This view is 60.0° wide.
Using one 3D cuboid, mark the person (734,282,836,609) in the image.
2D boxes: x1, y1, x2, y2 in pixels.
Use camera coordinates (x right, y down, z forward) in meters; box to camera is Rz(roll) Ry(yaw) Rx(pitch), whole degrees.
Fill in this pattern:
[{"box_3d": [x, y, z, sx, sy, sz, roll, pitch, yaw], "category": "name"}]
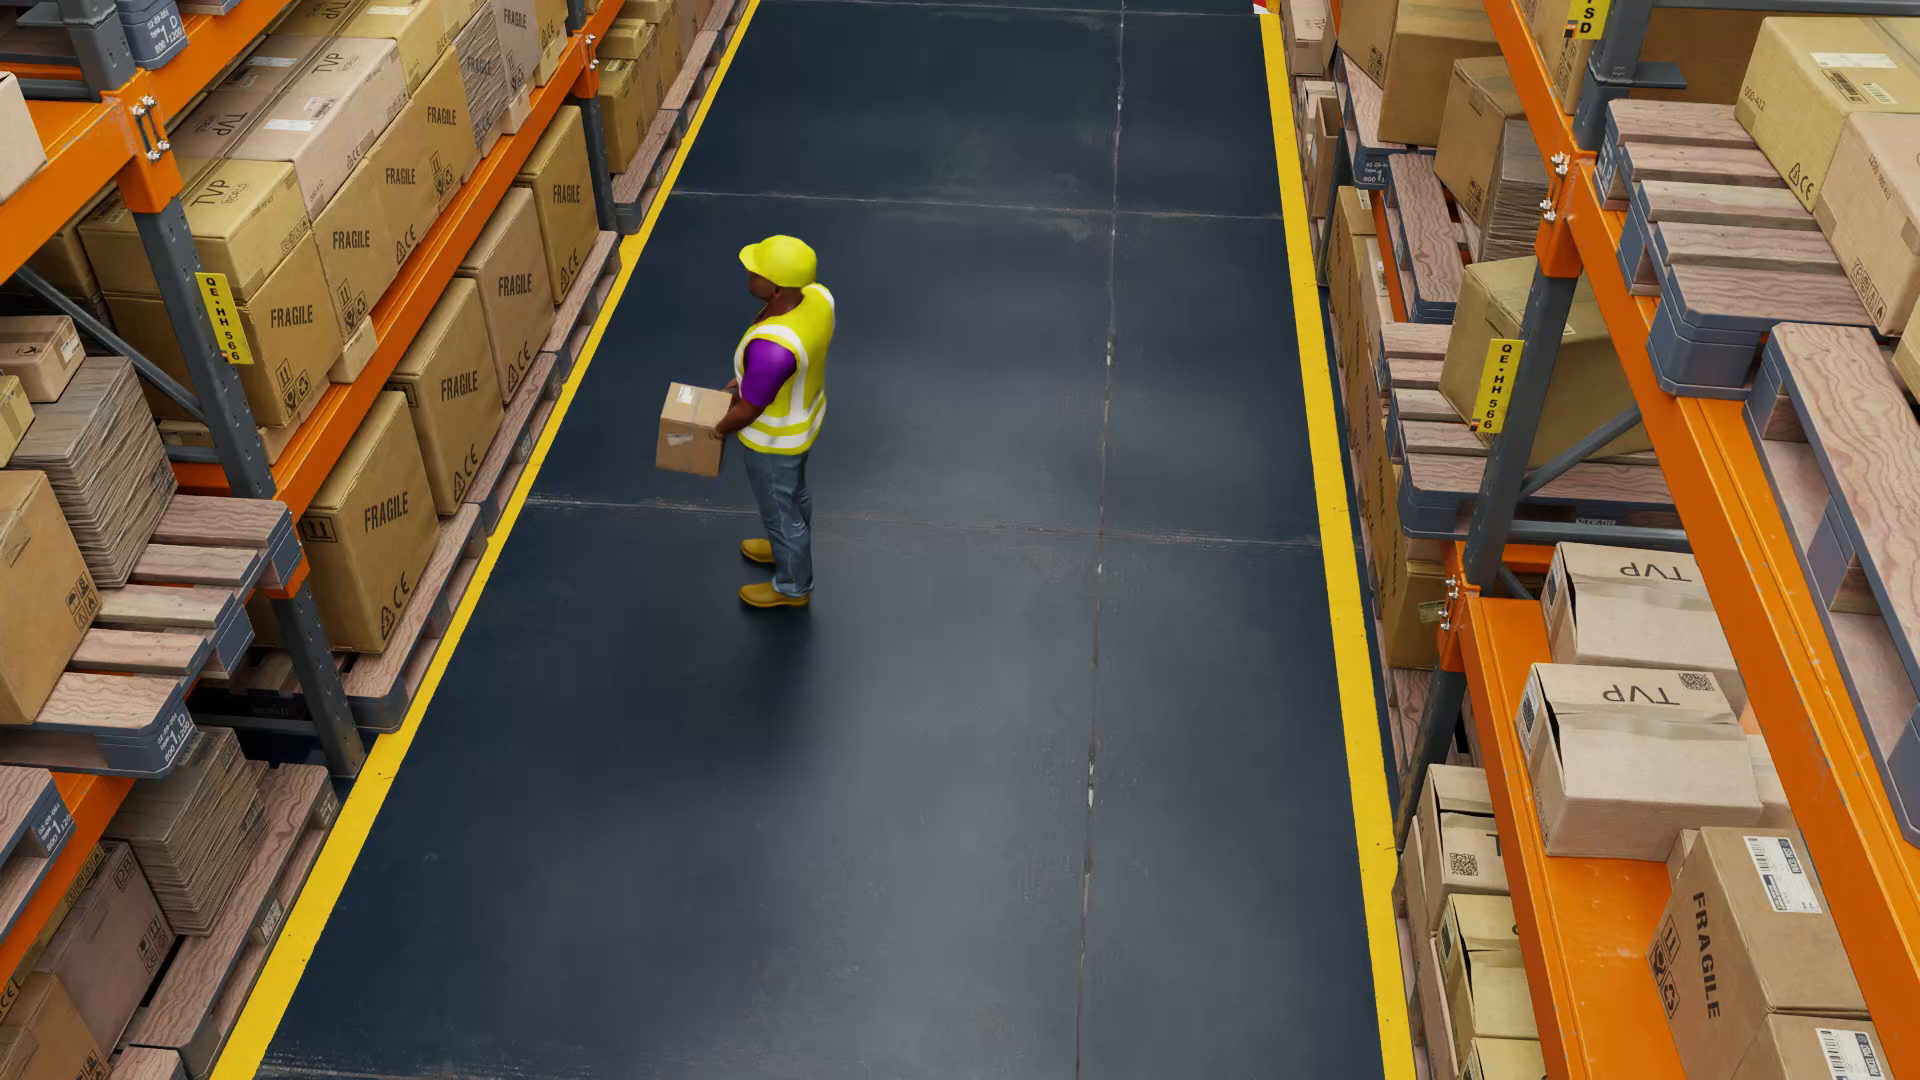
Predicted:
[{"box_3d": [7.545, 2.410, 2.131, 19.361, 3.194, 6.553, 10, 41, 11], "category": "person"}]
